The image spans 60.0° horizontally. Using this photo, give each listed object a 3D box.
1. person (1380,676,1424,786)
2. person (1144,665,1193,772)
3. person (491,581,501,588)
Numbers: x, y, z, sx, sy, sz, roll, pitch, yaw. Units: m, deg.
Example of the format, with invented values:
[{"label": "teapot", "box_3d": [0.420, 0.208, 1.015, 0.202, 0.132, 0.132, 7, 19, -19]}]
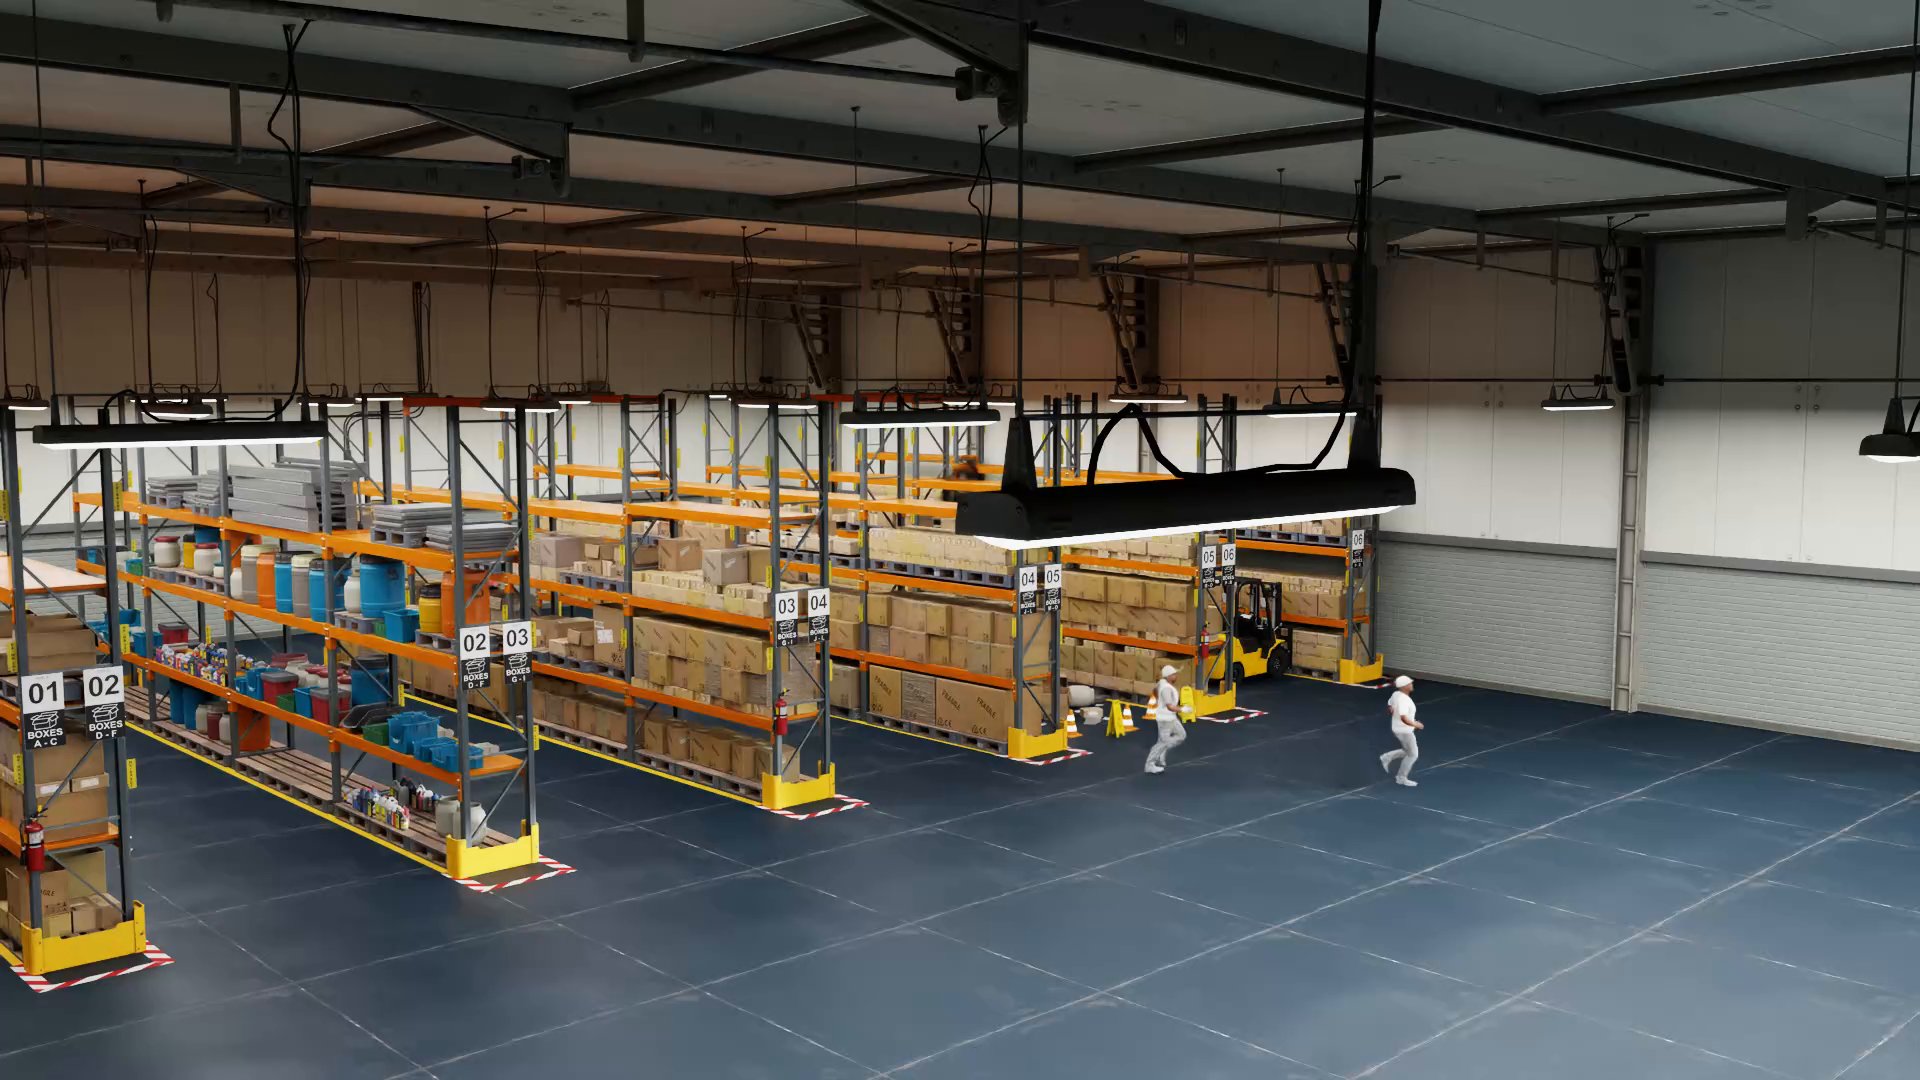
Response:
[{"label": "person", "box_3d": [6.900, 2.971, 25.980, 0.612, 1.725, 0.736, 0, 6, 3]}, {"label": "person", "box_3d": [3.367, 2.862, 26.757, 0.766, 1.727, 0.706, 1, 6, 10]}, {"label": "person", "box_3d": [-10.885, 1.783, 38.443, 0.788, 1.677, 0.719, -2, 6, -19]}]
